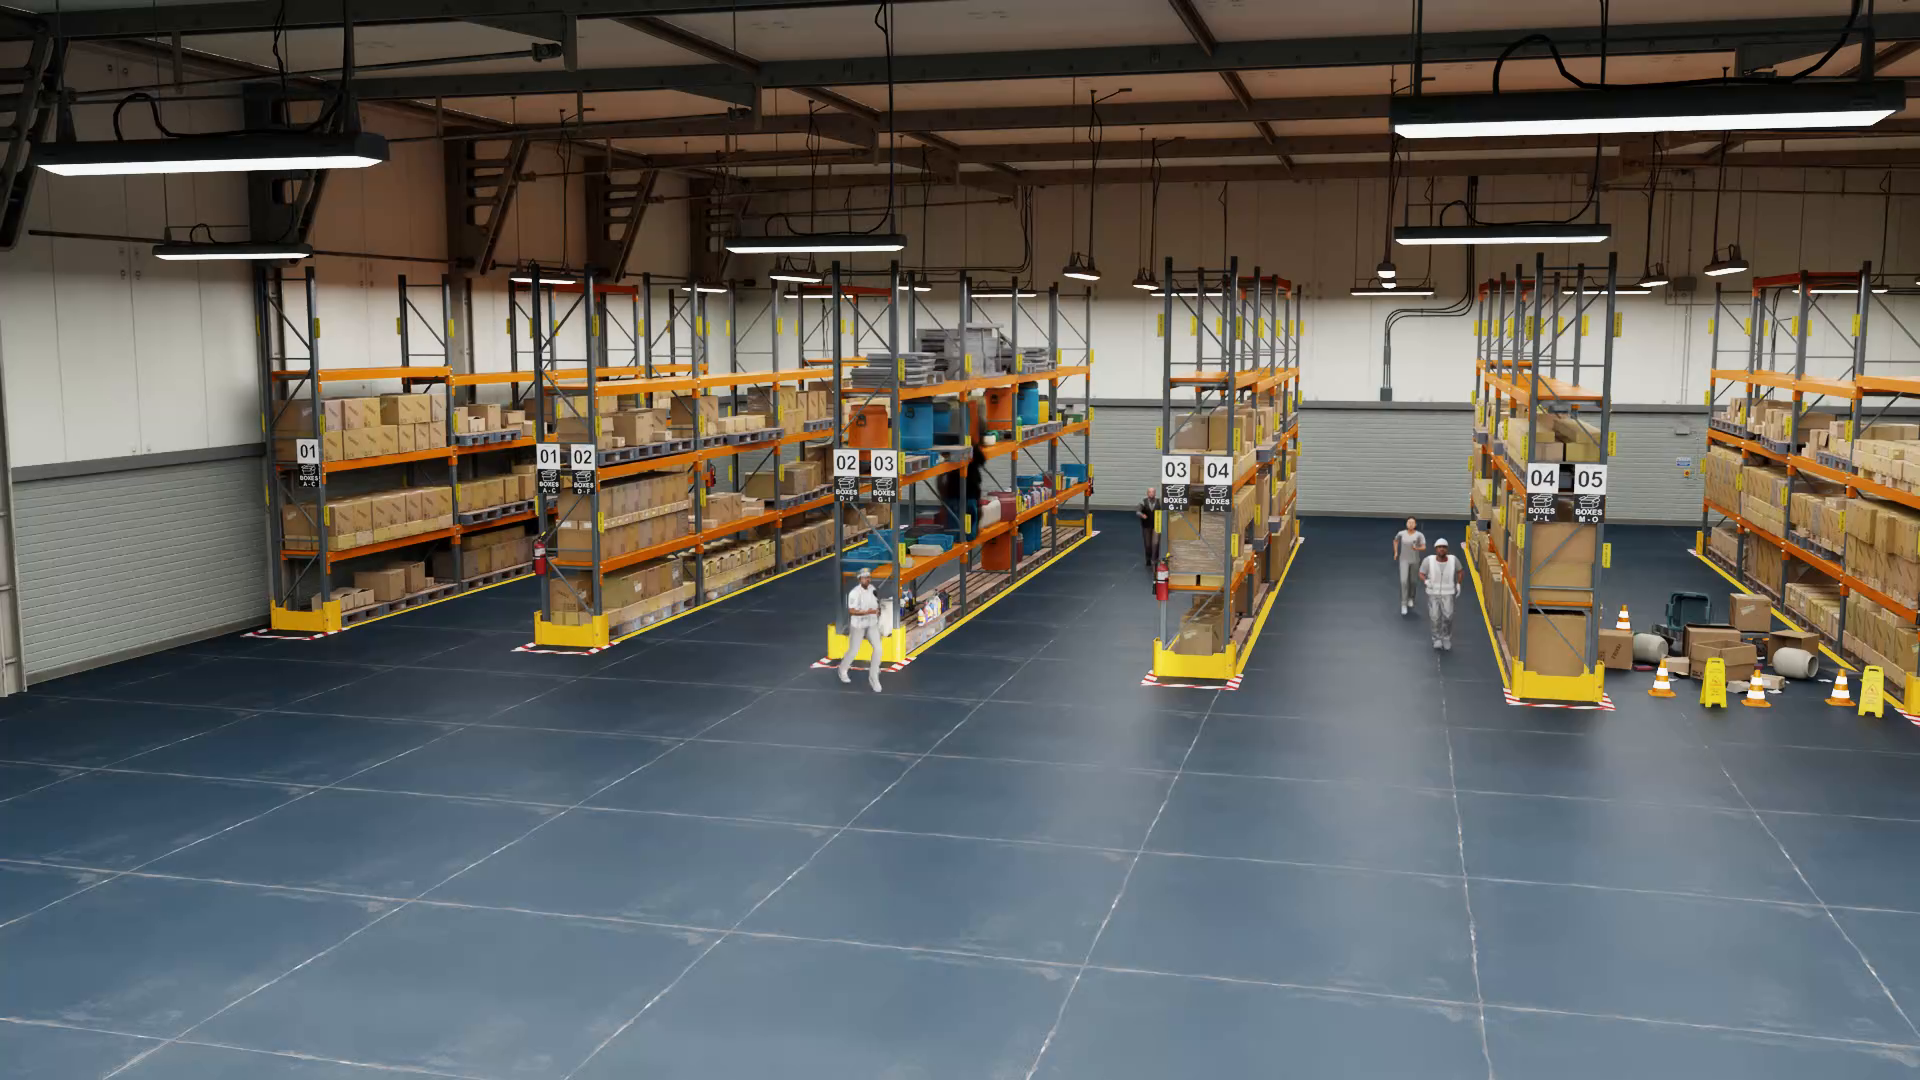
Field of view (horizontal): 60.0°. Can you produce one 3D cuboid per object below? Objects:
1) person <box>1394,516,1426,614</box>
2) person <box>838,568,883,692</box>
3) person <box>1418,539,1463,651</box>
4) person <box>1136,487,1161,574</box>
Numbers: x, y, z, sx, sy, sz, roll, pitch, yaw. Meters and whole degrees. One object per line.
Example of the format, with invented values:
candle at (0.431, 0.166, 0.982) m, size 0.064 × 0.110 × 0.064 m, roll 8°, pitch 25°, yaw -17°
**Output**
person at (7.963, 0.414, 29.465) m, size 0.553 × 1.682 × 0.907 m, roll 2°, pitch 7°, yaw 13°
person at (-1.353, 1.229, 23.245) m, size 0.588 × 1.746 × 0.888 m, roll -5°, pitch 9°, yaw -33°
person at (7.466, 0.845, 25.854) m, size 0.674 × 1.741 × 0.637 m, roll 2°, pitch 8°, yaw 15°
person at (3.962, -0.232, 34.503) m, size 0.610 × 1.754 × 0.889 m, roll 2°, pitch 7°, yaw 12°
